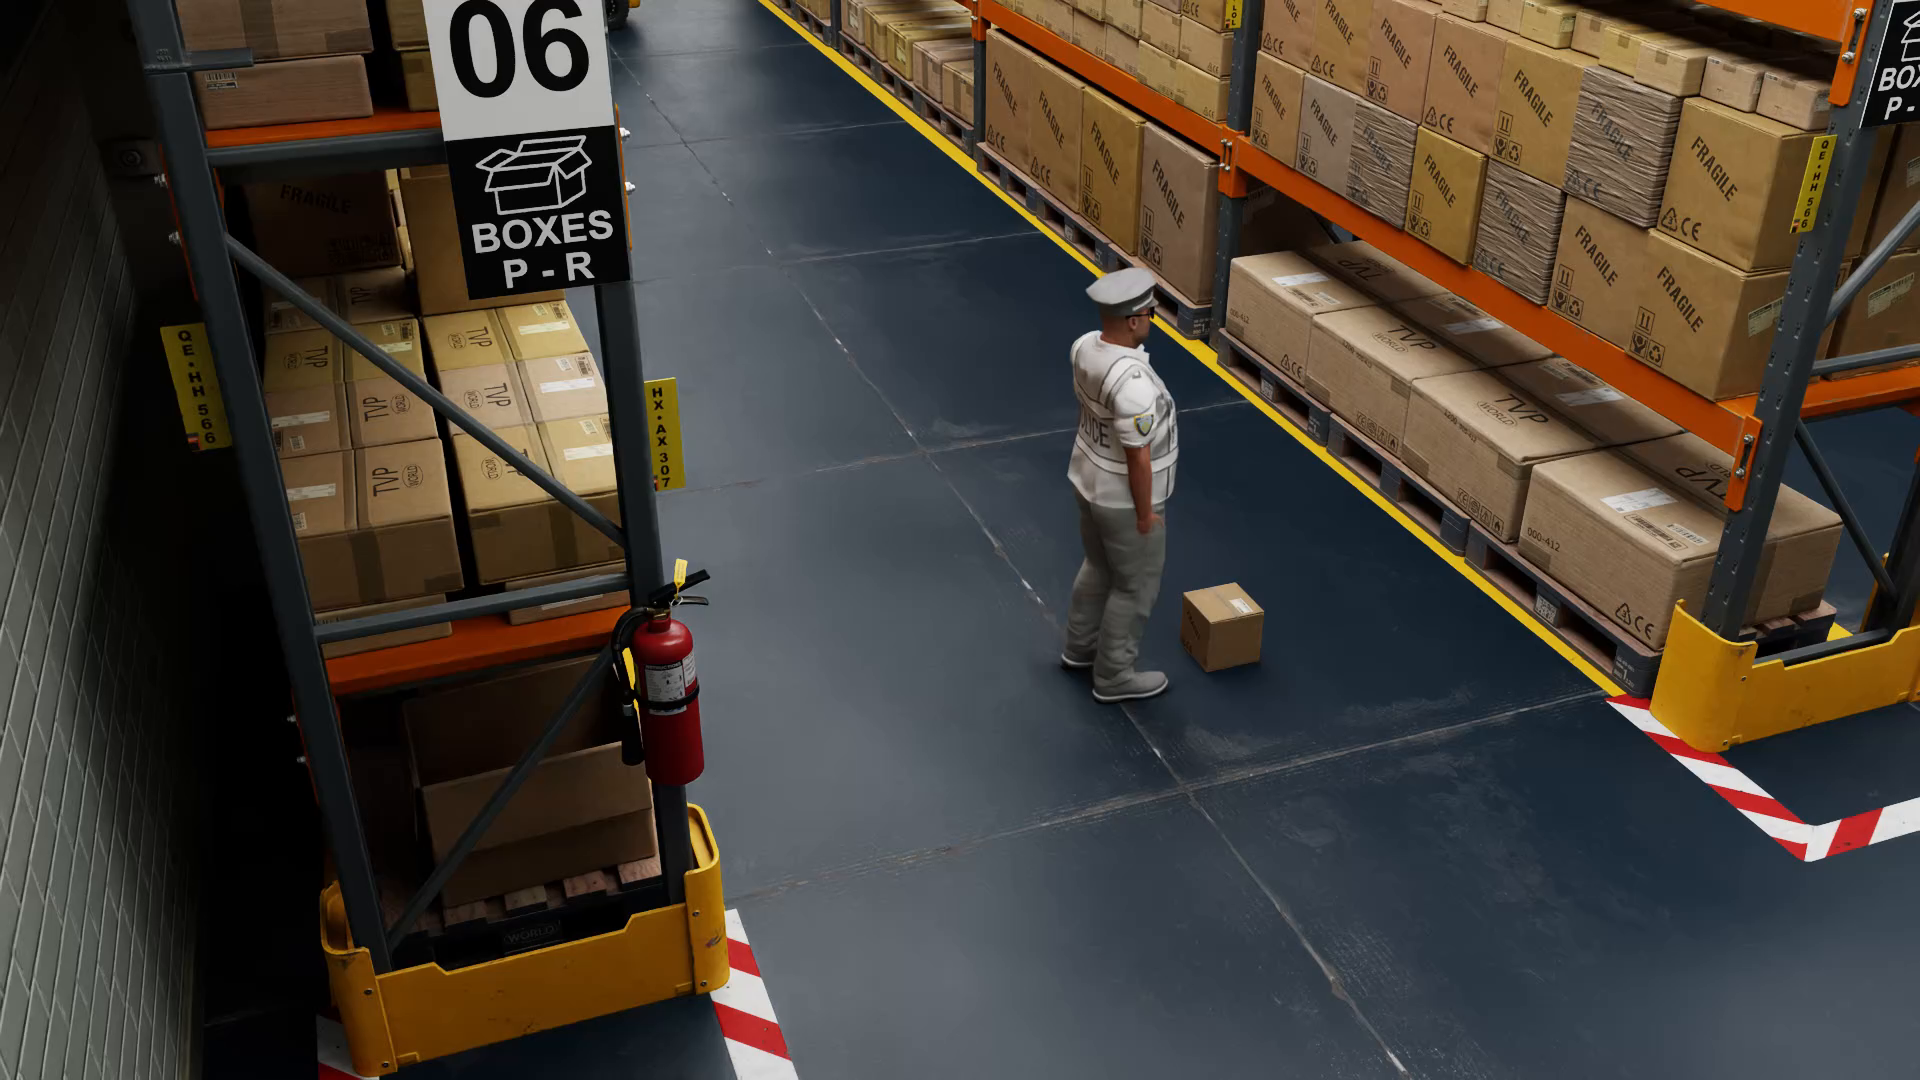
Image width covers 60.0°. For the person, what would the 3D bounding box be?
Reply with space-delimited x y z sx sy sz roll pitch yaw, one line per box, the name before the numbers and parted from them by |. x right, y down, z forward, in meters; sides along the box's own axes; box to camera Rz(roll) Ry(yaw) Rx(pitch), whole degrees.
person | 0.633 -0.198 6.488 0.393 1.782 0.526 -10 31 -16
